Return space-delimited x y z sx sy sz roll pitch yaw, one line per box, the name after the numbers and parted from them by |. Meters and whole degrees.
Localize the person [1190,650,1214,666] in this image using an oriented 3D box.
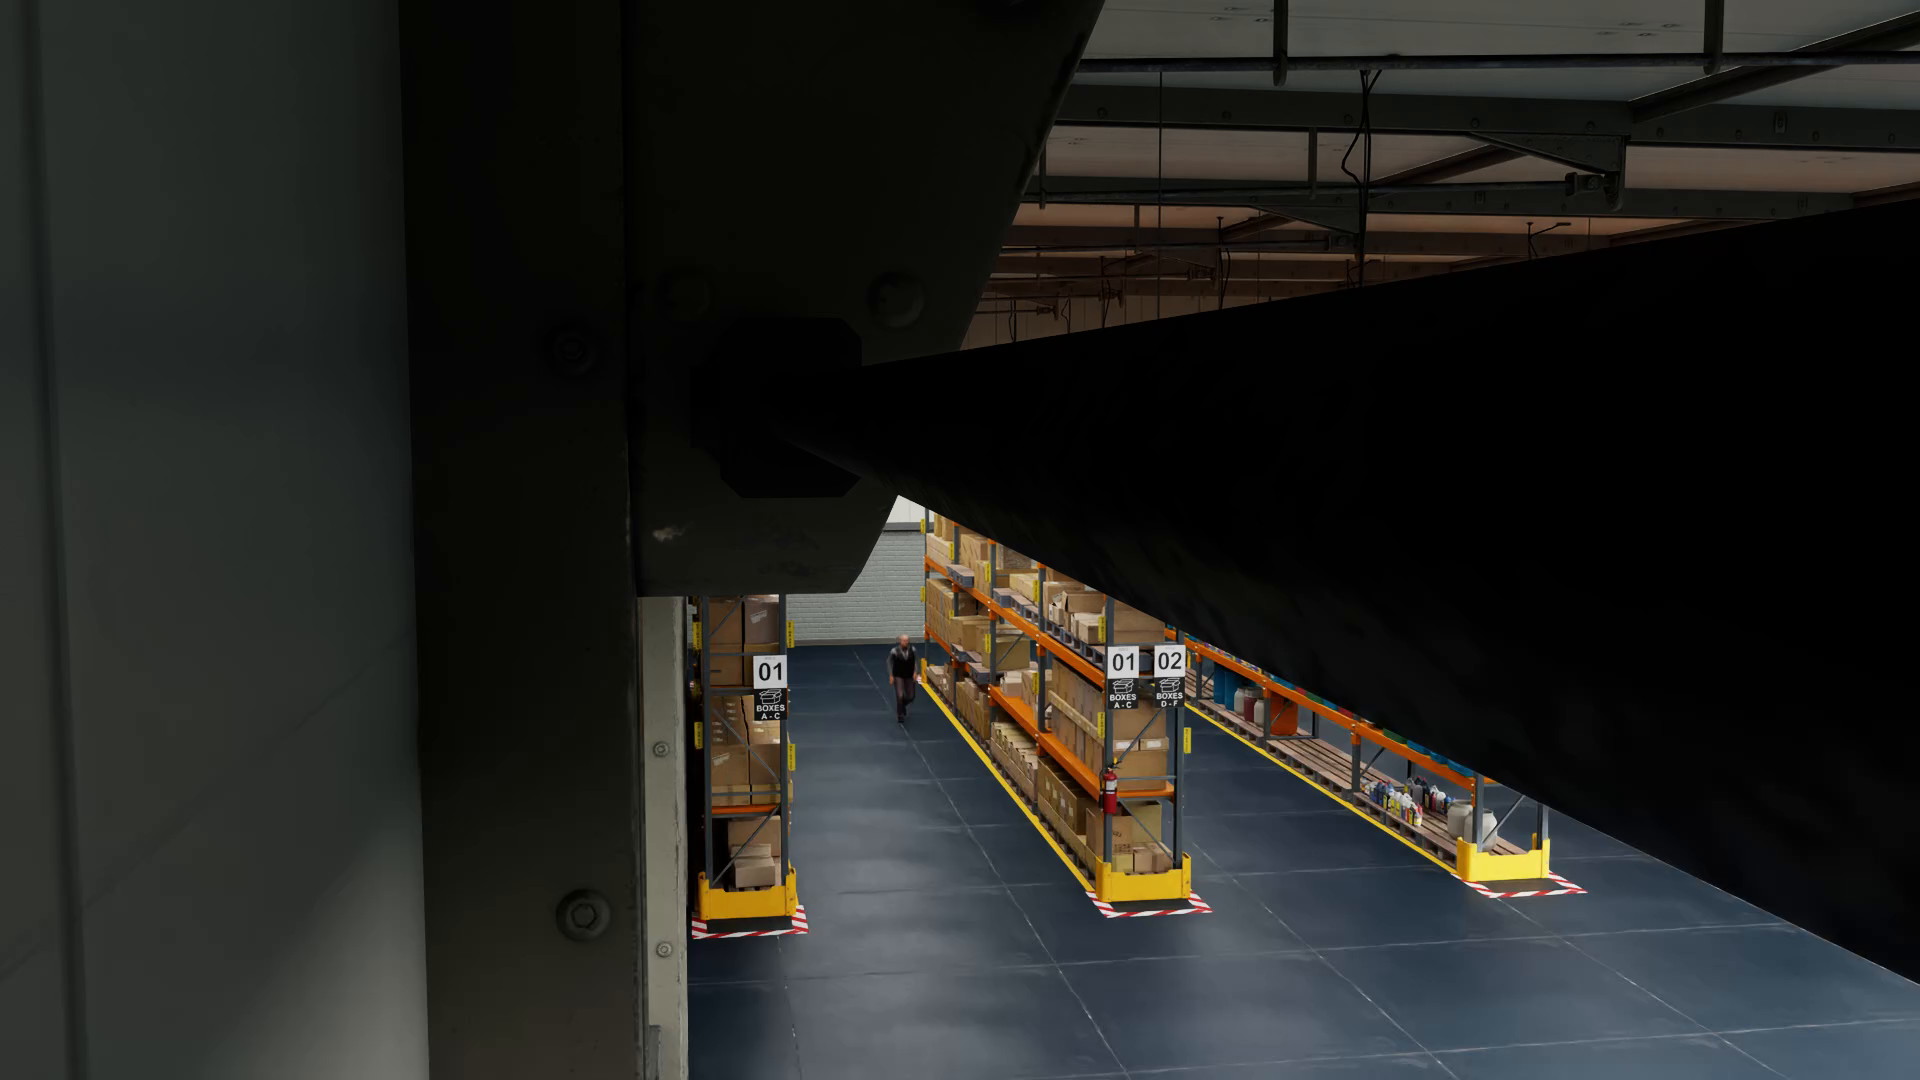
5.647 2.161 38.540 1.003 1.503 0.439 1 5 12 | person

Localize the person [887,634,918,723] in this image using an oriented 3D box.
-1.130 2.657 32.224 0.624 1.704 0.638 -2 5 -21 | person
